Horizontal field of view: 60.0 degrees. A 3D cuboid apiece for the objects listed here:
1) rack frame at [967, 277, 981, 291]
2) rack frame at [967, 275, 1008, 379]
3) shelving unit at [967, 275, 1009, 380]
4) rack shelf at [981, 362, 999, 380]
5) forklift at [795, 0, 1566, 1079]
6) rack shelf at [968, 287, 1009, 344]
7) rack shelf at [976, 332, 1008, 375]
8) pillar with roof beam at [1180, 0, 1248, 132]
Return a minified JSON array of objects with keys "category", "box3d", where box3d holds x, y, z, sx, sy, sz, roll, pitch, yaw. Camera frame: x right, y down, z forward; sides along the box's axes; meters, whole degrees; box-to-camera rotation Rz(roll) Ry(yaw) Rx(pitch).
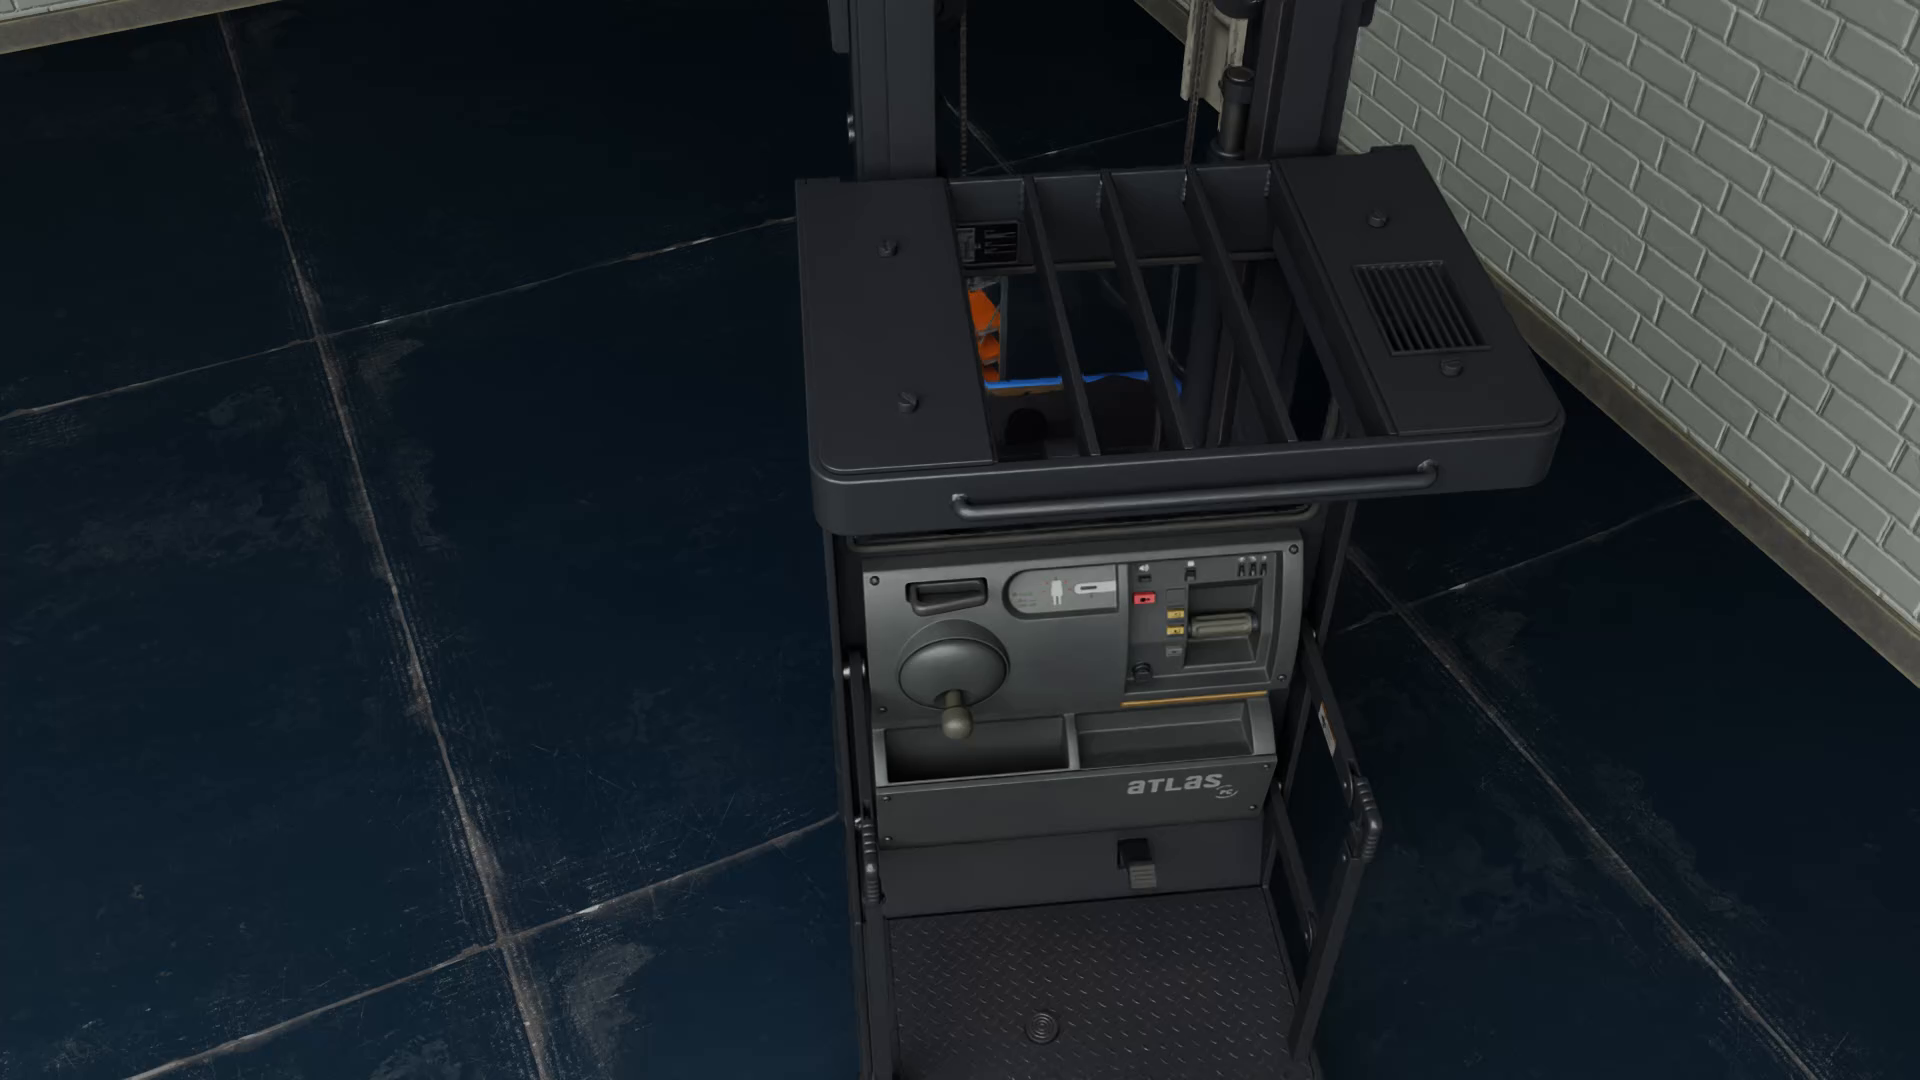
[{"category":"rack frame","box3d":[-0.045,-0.495,5.397,0.240,1.200,0.006,-18,47,-17]},{"category":"rack frame","box3d":[0.032,-0.378,5.279,0.240,1.200,0.006,-18,47,-17]},{"category":"shelving unit","box3d":[-0.006,-0.436,5.338,0.258,1.200,0.189,-18,47,-17]},{"category":"rack shelf","box3d":[-0.006,-0.490,5.285,0.258,0.103,0.180,-18,47,-17]},{"category":"forklift","box3d":[0.289,0.292,3.367,1.130,2.935,3.031,-4,45,-4]},{"category":"rack shelf","box3d":[-0.006,-0.661,5.116,0.258,0.103,0.180,-18,47,-17]},{"category":"rack shelf","box3d":[-0.006,-0.576,5.201,0.258,0.103,0.180,-18,47,-17]},{"category":"pillar with roof beam","box3d":[-2.642,-3.962,3.358,9.100,9.000,0.400,-18,47,-17]}]
